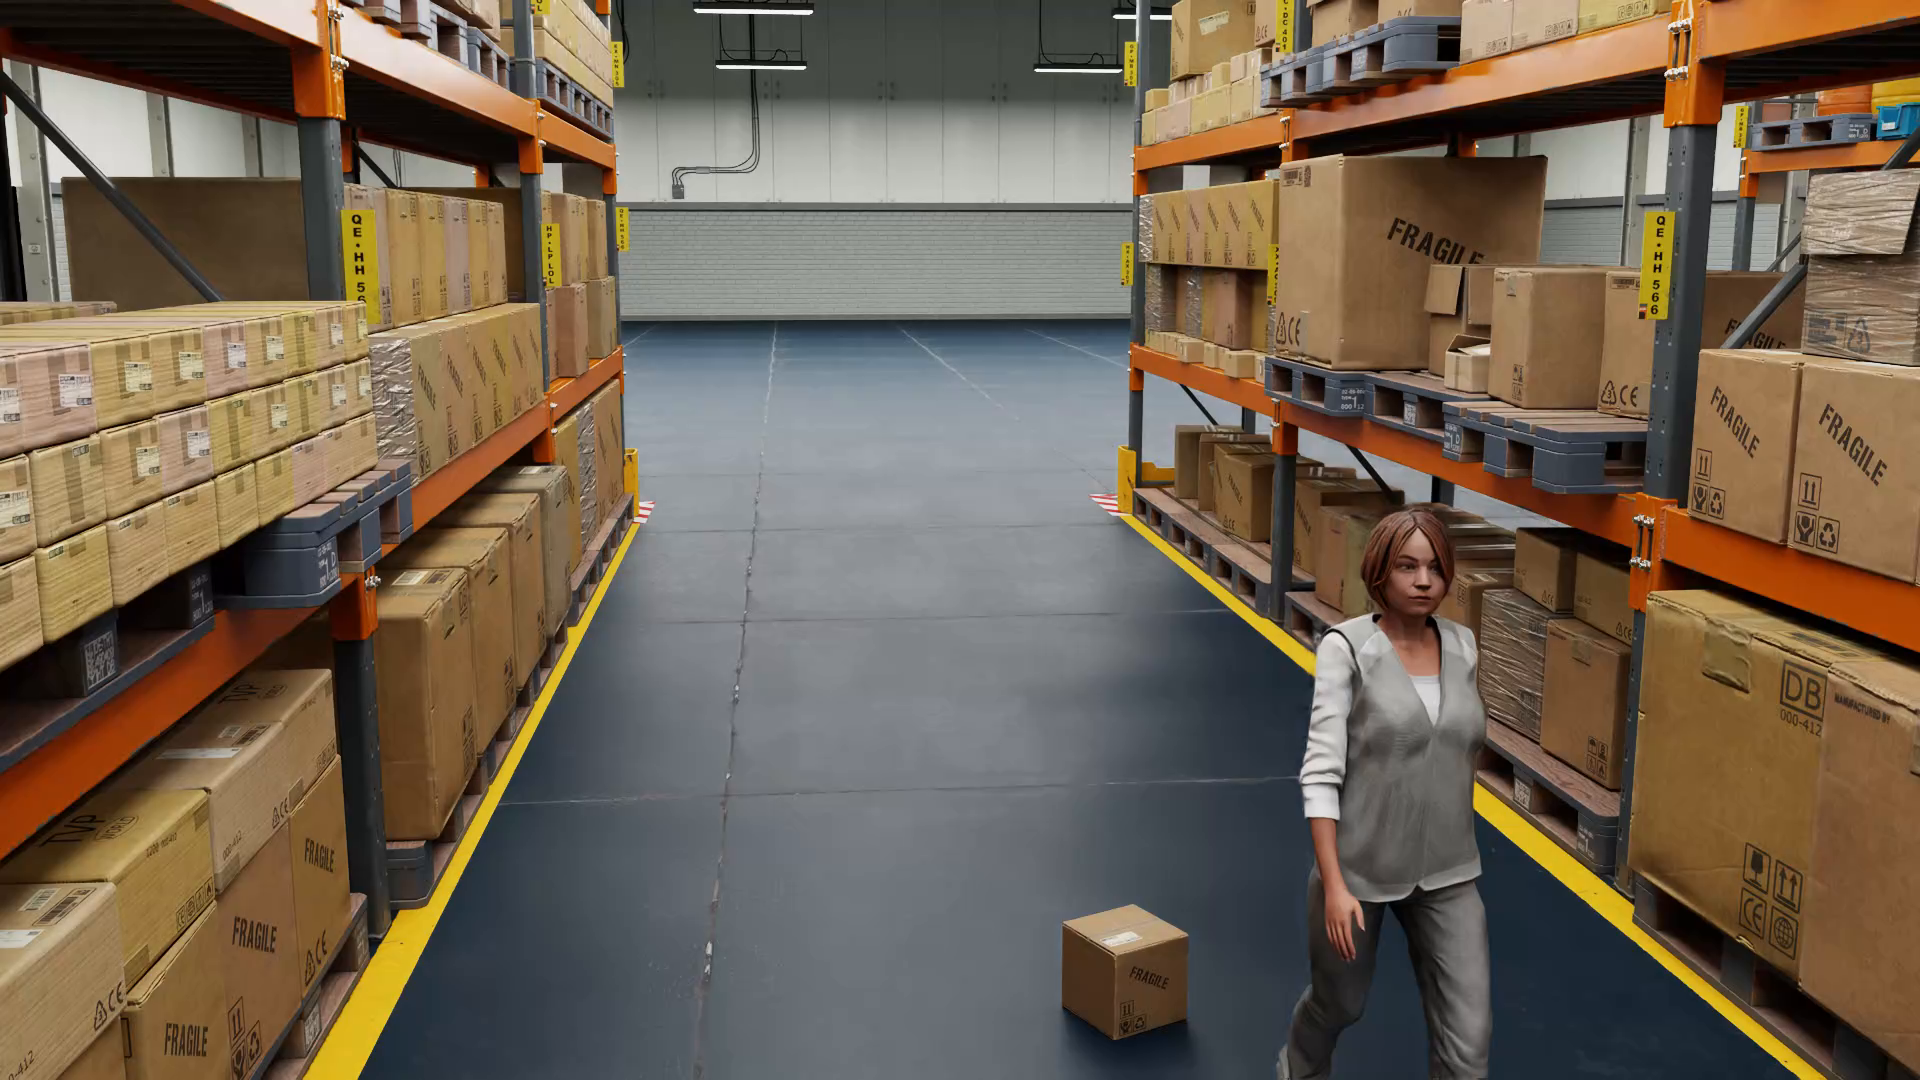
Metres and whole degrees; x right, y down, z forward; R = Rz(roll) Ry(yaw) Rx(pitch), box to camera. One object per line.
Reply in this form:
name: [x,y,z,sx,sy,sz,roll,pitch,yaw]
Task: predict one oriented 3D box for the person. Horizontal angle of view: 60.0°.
person: [0.915,0.672,3.559,0.425,1.499,0.769,-1,10,-7]
